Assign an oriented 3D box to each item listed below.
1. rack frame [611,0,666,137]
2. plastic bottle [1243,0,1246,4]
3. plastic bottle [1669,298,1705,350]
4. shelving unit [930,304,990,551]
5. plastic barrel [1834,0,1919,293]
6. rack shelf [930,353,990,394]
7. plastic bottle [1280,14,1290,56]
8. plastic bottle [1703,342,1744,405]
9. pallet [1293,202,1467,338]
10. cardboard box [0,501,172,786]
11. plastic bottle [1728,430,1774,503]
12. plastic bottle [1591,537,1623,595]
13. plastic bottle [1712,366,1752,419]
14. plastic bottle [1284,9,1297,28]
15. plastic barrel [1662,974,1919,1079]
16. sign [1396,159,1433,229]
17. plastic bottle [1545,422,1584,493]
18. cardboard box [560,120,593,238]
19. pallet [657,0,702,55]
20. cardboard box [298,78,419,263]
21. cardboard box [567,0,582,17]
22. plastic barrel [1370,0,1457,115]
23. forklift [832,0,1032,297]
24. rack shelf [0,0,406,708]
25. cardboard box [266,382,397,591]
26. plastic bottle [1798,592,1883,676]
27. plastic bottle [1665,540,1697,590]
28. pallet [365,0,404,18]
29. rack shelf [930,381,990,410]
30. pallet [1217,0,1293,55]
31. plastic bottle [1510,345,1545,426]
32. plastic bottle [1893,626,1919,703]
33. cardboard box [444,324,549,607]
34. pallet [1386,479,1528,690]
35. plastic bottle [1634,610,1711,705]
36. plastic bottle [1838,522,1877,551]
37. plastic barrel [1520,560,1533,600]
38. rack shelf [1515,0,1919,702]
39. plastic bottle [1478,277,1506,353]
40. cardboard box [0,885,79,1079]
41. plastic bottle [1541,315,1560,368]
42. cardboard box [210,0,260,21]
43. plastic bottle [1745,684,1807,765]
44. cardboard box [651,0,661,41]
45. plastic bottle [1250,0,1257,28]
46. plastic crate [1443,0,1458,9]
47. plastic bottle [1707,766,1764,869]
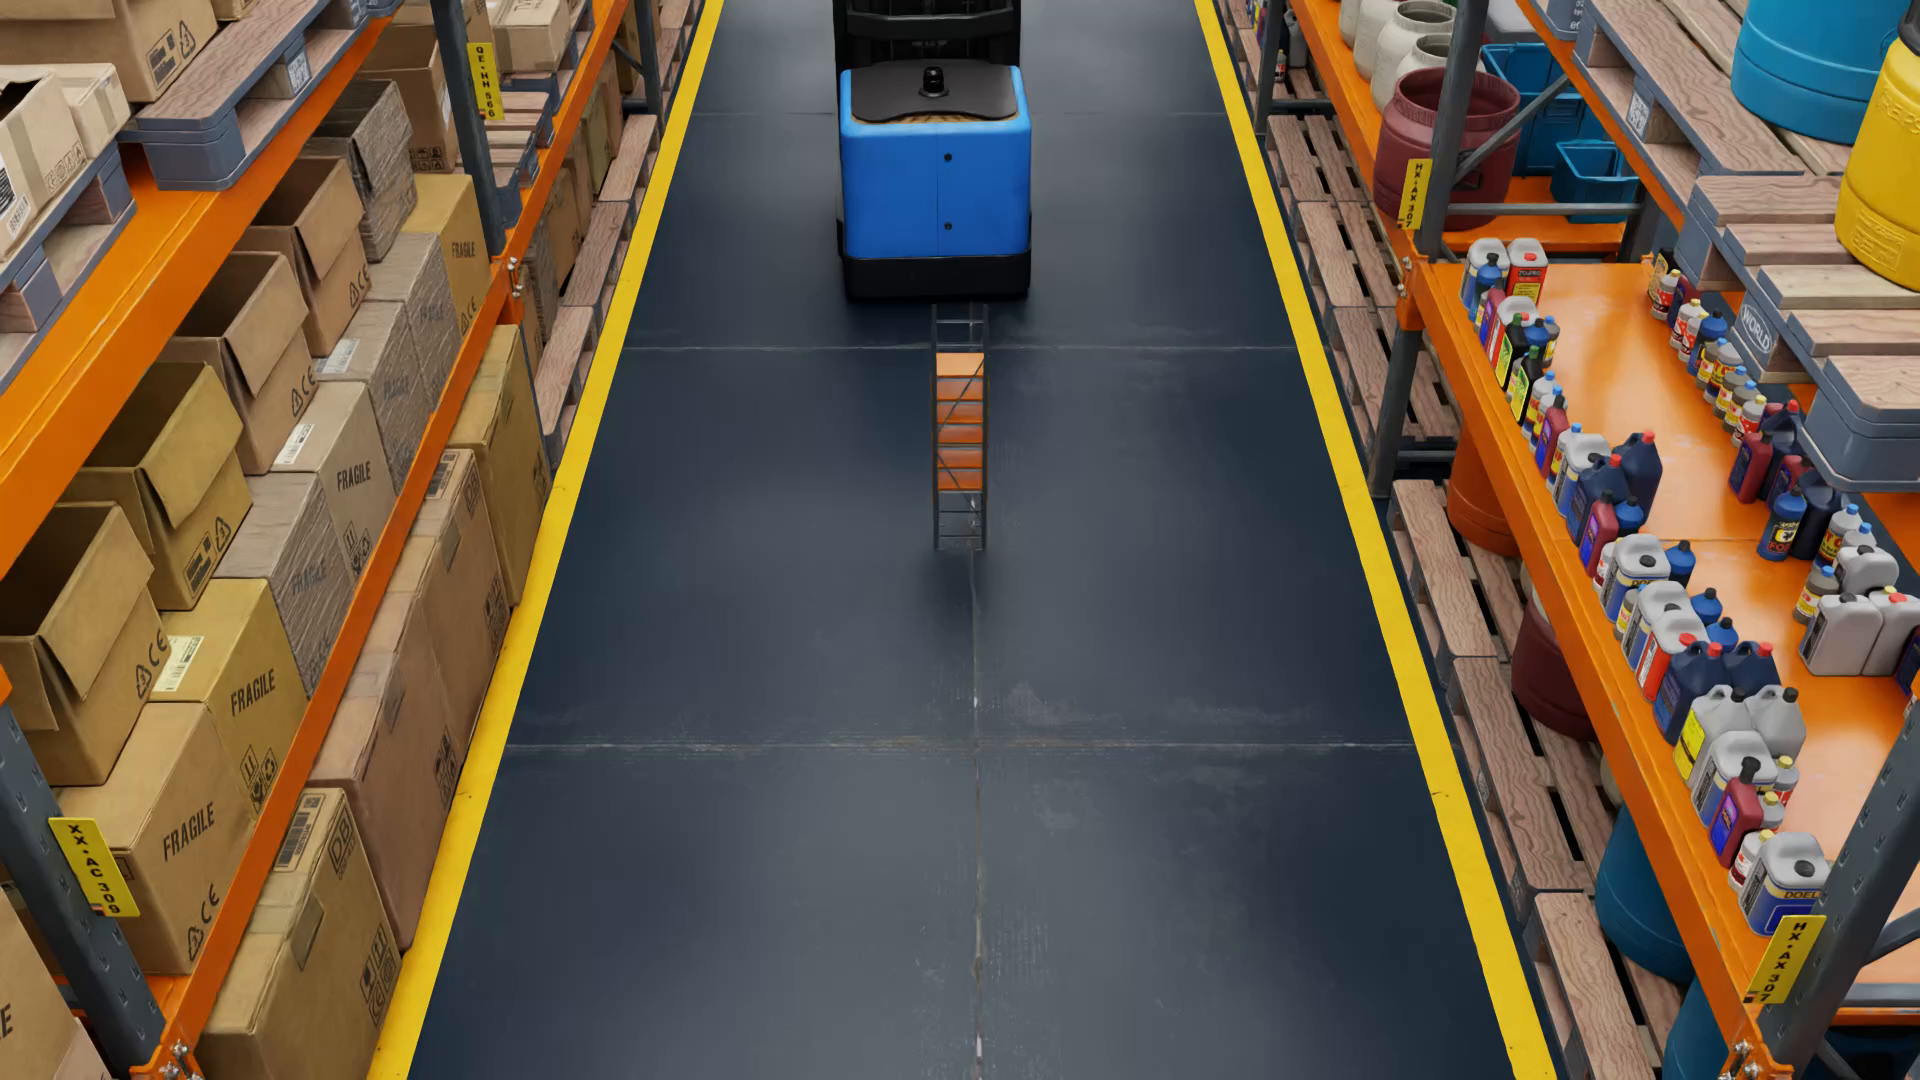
[{"bbox_3d":[-2.481,-3.904,10.223,1.000,3.000,0.127,0,39,0],"label":"rack frame"},{"bbox_3d":[2.158,-4.105,12.304,0.097,0.271,0.097,0,39,0],"label":"plastic bottle"},{"bbox_3d":[2.885,-0.860,6.583,0.097,0.201,0.097,0,39,0],"label":"plastic bottle"},{"bbox_3d":[0.000,-0.477,7.386,0.258,1.200,0.189,0,39,0],"label":"shelving unit"},{"bbox_3d":[2.277,-0.884,3.569,0.600,0.588,0.600,0,39,0],"label":"plastic barrel"},{"bbox_3d":[0.000,-0.724,7.189,0.258,0.103,0.180,0,39,0],"label":"rack shelf"},{"bbox_3d":[2.183,-3.448,11.421,0.144,0.351,0.185,-1,39,-1],"label":"plastic bottle"},{"bbox_3d":[2.886,-0.644,6.257,0.097,0.271,0.097,0,39,0],"label":"plastic bottle"},{"bbox_3d":[2.515,-1.564,9.533,1.003,0.211,1.213,0,39,0],"label":"pallet"},{"bbox_3d":[-2.481,0.269,4.134,0.797,0.503,0.637,-1,39,-1],"label":"cardboard box"},{"bbox_3d":[2.761,-0.278,5.791,0.061,0.283,0.133,0,39,0],"label":"plastic bottle"},{"bbox_3d":[2.128,0.081,5.410,0.097,0.201,0.097,0,39,0],"label":"plastic bottle"},{"bbox_3d":[2.886,-0.555,6.203,0.097,0.201,0.097,0,39,0],"label":"plastic bottle"},{"bbox_3d":[2.330,-3.555,11.614,0.152,0.276,0.135,0,39,0],"label":"plastic bottle"},{"bbox_3d":[2.497,1.410,4.935,0.600,0.901,0.708,0,39,0],"label":"plastic barrel"},{"bbox_3d":[1.926,-1.465,7.049,0.100,0.325,0.005,0,39,0],"label":"sign"},{"bbox_3d":[2.127,-0.291,5.817,0.097,0.271,0.097,0,39,0],"label":"plastic bottle"},{"bbox_3d":[-2.520,-2.068,9.580,0.700,0.500,0.500,-3,39,-4],"label":"cardboard box"},{"bbox_3d":[-2.522,-4.001,12.574,1.003,0.211,1.213,0,39,0],"label":"pallet"},{"bbox_3d":[-2.492,-1.376,6.186,0.797,0.503,0.637,1,39,1],"label":"cardboard box"},{"bbox_3d":[-2.387,-3.025,8.707,0.797,0.503,0.637,4,39,5],"label":"cardboard box"},{"bbox_3d":[2.261,-2.357,8.203,0.421,0.512,0.421,0,39,0],"label":"plastic barrel"},{"bbox_3d":[-0.207,-3.410,9.662,1.130,2.935,3.031,-2,39,-3],"label":"forklift"},{"bbox_3d":[-2.475,-1.042,4.828,1.077,0.370,4.000,0,39,0],"label":"rack shelf"},{"bbox_3d":[-2.230,-0.179,5.495,0.500,0.500,0.500,1,39,1],"label":"cardboard box"},{"bbox_3d":[2.708,0.275,5.108,0.152,0.276,0.135,0,39,0],"label":"plastic bottle"},{"bbox_3d":[2.280,0.114,5.312,0.097,0.271,0.097,0,39,0],"label":"plastic bottle"},{"bbox_3d":[-2.423,-2.097,5.721,1.213,0.211,1.003,2,39,2],"label":"pallet"},{"bbox_3d":[0.000,-0.630,7.264,0.258,0.103,0.180,0,39,0],"label":"rack shelf"},{"bbox_3d":[2.508,-4.005,12.578,1.003,0.211,1.213,0,39,0],"label":"pallet"},{"bbox_3d":[2.109,-0.573,6.159,0.061,0.283,0.133,0,39,0],"label":"plastic bottle"},{"bbox_3d":[2.906,0.355,5.001,0.061,0.283,0.133,0,39,0],"label":"plastic bottle"},{"bbox_3d":[-2.497,-0.306,7.097,1.225,0.875,0.875,-2,39,-2],"label":"cardboard box"},{"bbox_3d":[2.519,0.175,7.363,1.003,0.211,1.213,0,39,0],"label":"pallet"},{"bbox_3d":[2.156,0.353,5.010,0.152,0.276,0.135,0,39,0],"label":"plastic bottle"},{"bbox_3d":[2.887,0.059,5.381,0.097,0.271,0.097,0,39,0],"label":"plastic bottle"},{"bbox_3d":[2.584,0.059,6.931,0.421,0.512,0.421,0,39,0],"label":"plastic barrel"},{"bbox_3d":[2.478,-1.046,4.833,1.077,0.370,4.000,0,39,0],"label":"rack shelf"},{"bbox_3d":[2.108,-0.885,6.548,0.061,0.283,0.133,0,39,0],"label":"plastic bottle"},{"bbox_3d":[-2.204,1.036,3.342,0.500,0.500,0.500,1,39,1],"label":"cardboard box"},{"bbox_3d":[2.279,-0.781,6.484,0.097,0.201,0.097,0,39,0],"label":"plastic bottle"},{"bbox_3d":[-2.315,-1.855,4.852,0.500,0.500,0.500,2,39,2],"label":"cardboard box"},{"bbox_3d":[2.297,0.539,4.718,0.144,0.351,0.185,0,39,0],"label":"plastic bottle"},{"bbox_3d":[-2.450,-3.701,11.633,0.500,0.500,0.500,12,40,14],"label":"cardboard box"},{"bbox_3d":[2.186,-3.843,11.973,0.152,0.276,0.135,1,39,1],"label":"plastic bottle"},{"bbox_3d":[2.756,-2.736,8.935,0.450,0.188,0.662,0,39,0],"label":"plastic crate"},{"bbox_3d":[2.111,0.750,4.509,0.061,0.283,0.133,0,39,0],"label":"plastic bottle"}]
